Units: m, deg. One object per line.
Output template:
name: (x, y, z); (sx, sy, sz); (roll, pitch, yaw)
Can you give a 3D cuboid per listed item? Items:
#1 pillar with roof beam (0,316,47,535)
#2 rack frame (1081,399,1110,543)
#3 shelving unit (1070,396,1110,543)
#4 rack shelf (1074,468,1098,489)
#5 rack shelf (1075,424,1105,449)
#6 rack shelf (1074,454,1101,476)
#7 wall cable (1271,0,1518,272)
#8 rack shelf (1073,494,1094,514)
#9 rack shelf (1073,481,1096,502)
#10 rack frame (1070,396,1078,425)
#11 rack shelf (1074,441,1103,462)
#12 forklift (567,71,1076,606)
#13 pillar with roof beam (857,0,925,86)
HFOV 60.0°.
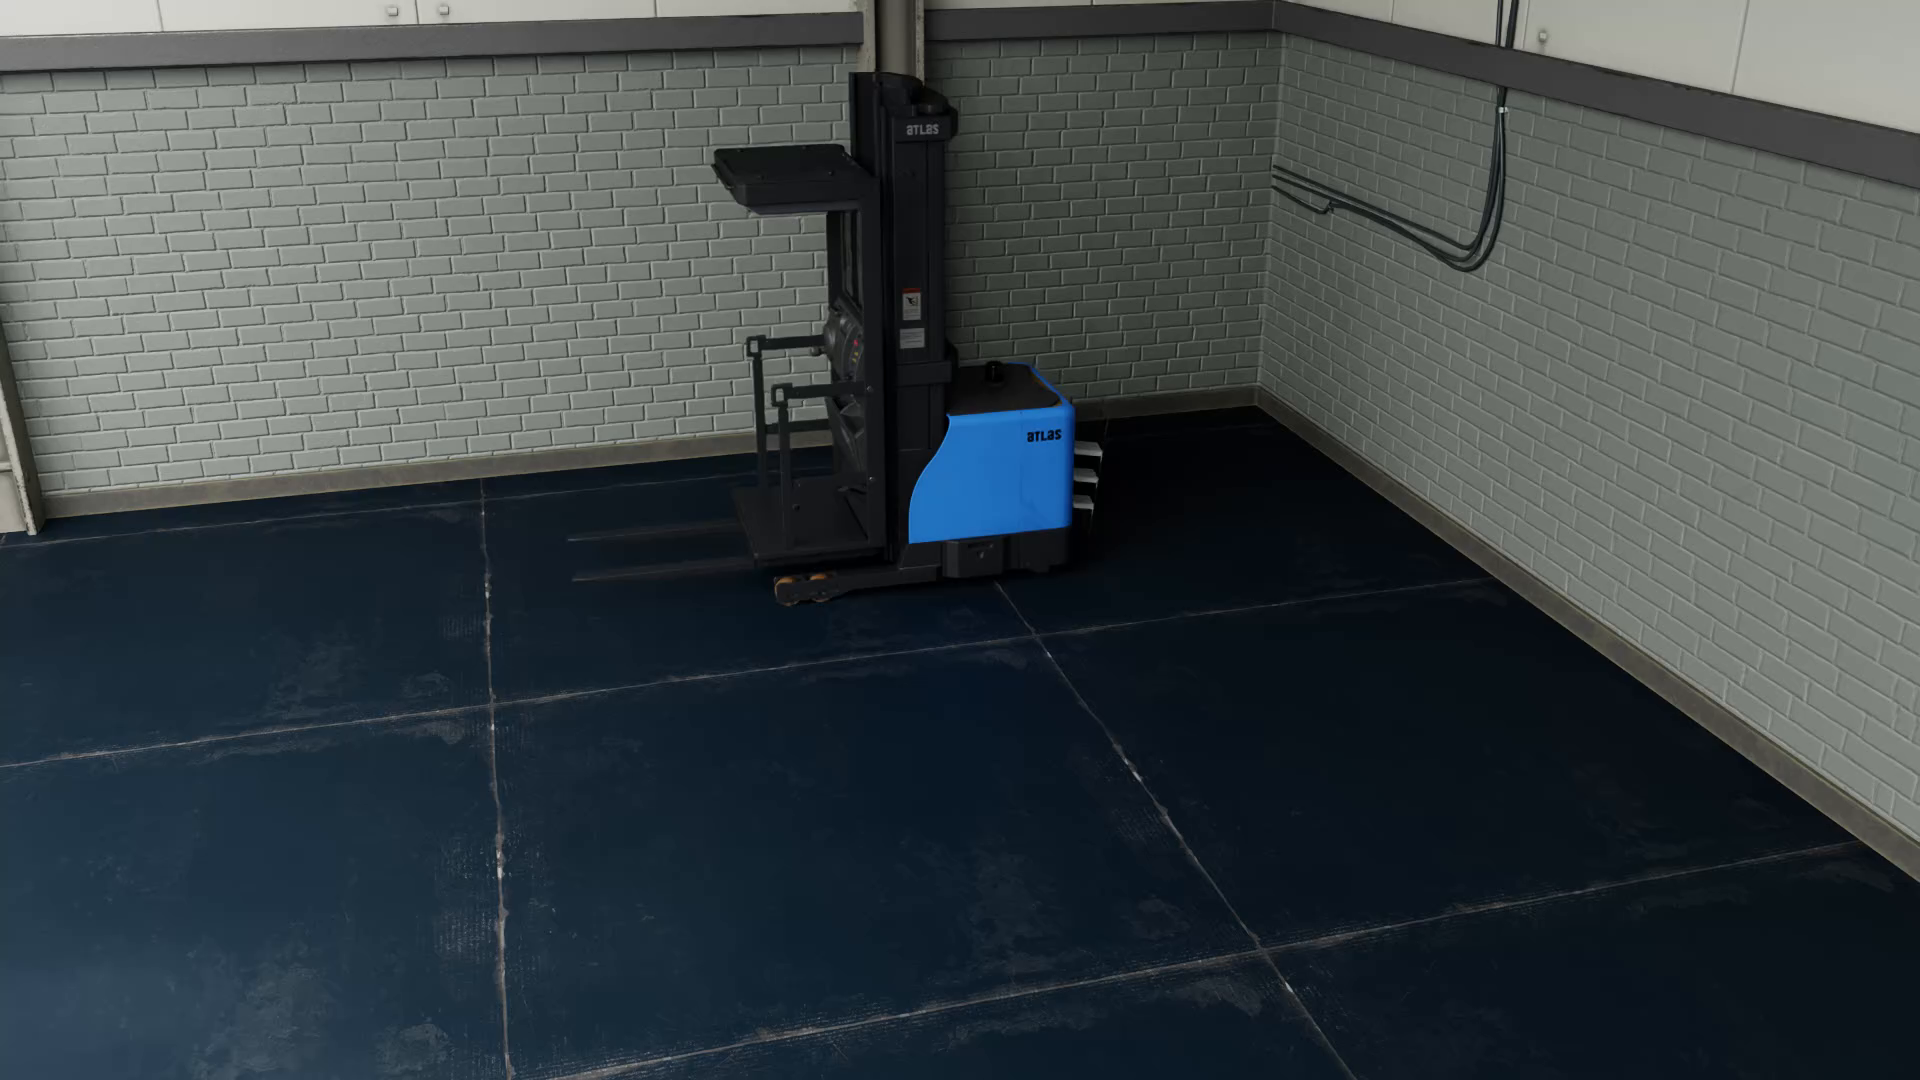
pillar with roof beam: (-5.082, -2.576, 5.342); (0.400, 9.000, 9.100); (-6, 24, -14)
rack frame: (0.866, -0.439, 10.638); (0.006, 0.900, 0.240); (4, 23, -8)
shelving unit: (0.766, -0.446, 10.625); (0.210, 0.900, 0.258); (4, 23, -8)
rack shelf: (0.762, -0.416, 10.637); (0.200, 0.077, 0.258); (4, 23, -8)
rack shelf: (0.794, -0.663, 10.535); (0.200, 0.077, 0.258); (4, 23, -8)
rack shelf: (0.772, -0.498, 10.603); (0.200, 0.077, 0.258); (4, 23, -8)
wall cable: (2.725, -3.234, 10.814); (0.112, 2.526, 3.097); (-6, 24, -14)
rack shelf: (0.740, -0.251, 10.706); (0.200, 0.077, 0.258); (4, 23, -8)
rack shelf: (0.751, -0.333, 10.672); (0.200, 0.077, 0.258); (4, 23, -8)
rack frame: (0.665, -0.454, 10.611); (0.006, 0.900, 0.240); (4, 23, -8)
rack shelf: (0.783, -0.581, 10.569); (0.200, 0.077, 0.258); (4, 23, -8)
forklift: (-0.871, -1.188, 9.801); (3.031, 2.935, 1.130); (-6, 24, -14)
pillar with roof beam: (0.695, -3.215, 6.831); (0.400, 9.000, 9.100); (-6, 24, -14)
